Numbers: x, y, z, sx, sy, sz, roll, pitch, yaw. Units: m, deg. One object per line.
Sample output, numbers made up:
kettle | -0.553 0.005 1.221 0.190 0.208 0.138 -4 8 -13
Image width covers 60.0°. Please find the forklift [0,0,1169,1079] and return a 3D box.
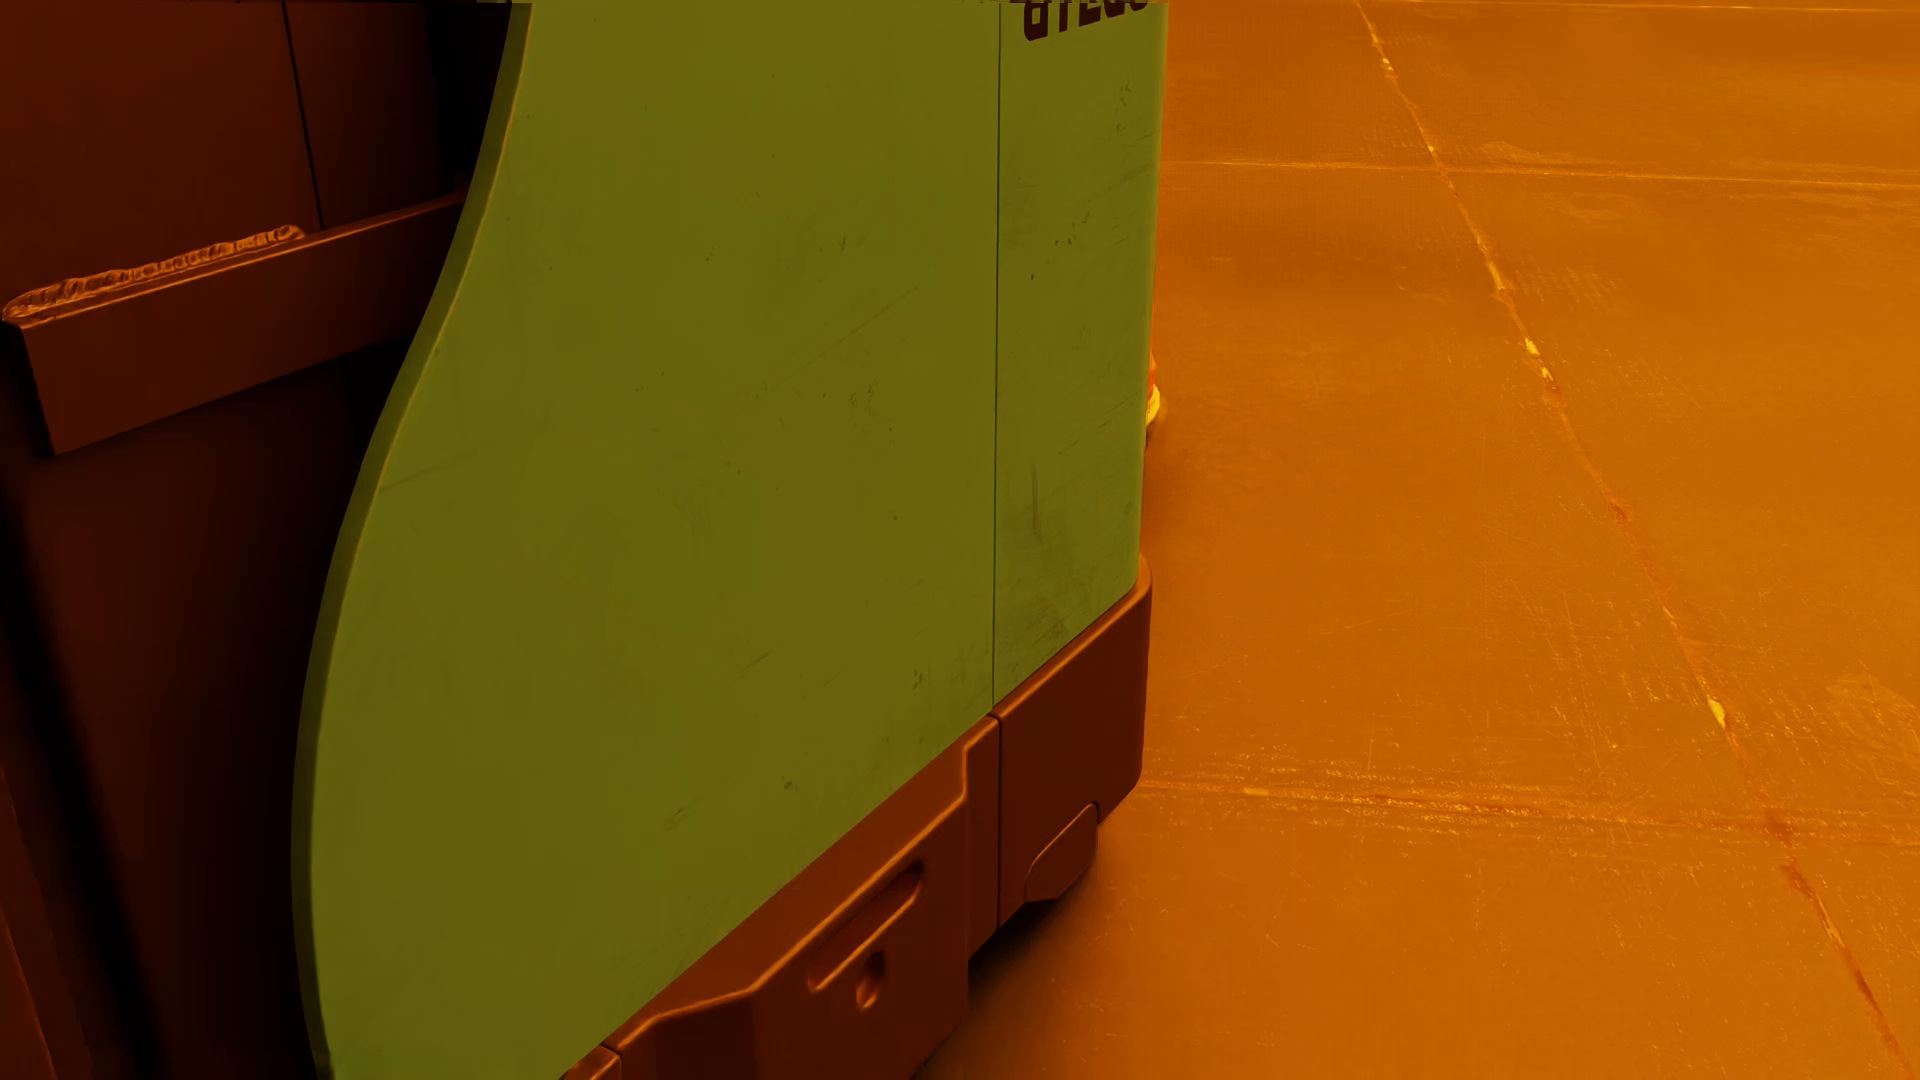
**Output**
forklift | -1.022 -0.576 0.370 1.130 2.935 3.031 16 31 29

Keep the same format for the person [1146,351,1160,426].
person | -0.061 -0.872 2.548 0.760 1.512 0.689 12 29 22
